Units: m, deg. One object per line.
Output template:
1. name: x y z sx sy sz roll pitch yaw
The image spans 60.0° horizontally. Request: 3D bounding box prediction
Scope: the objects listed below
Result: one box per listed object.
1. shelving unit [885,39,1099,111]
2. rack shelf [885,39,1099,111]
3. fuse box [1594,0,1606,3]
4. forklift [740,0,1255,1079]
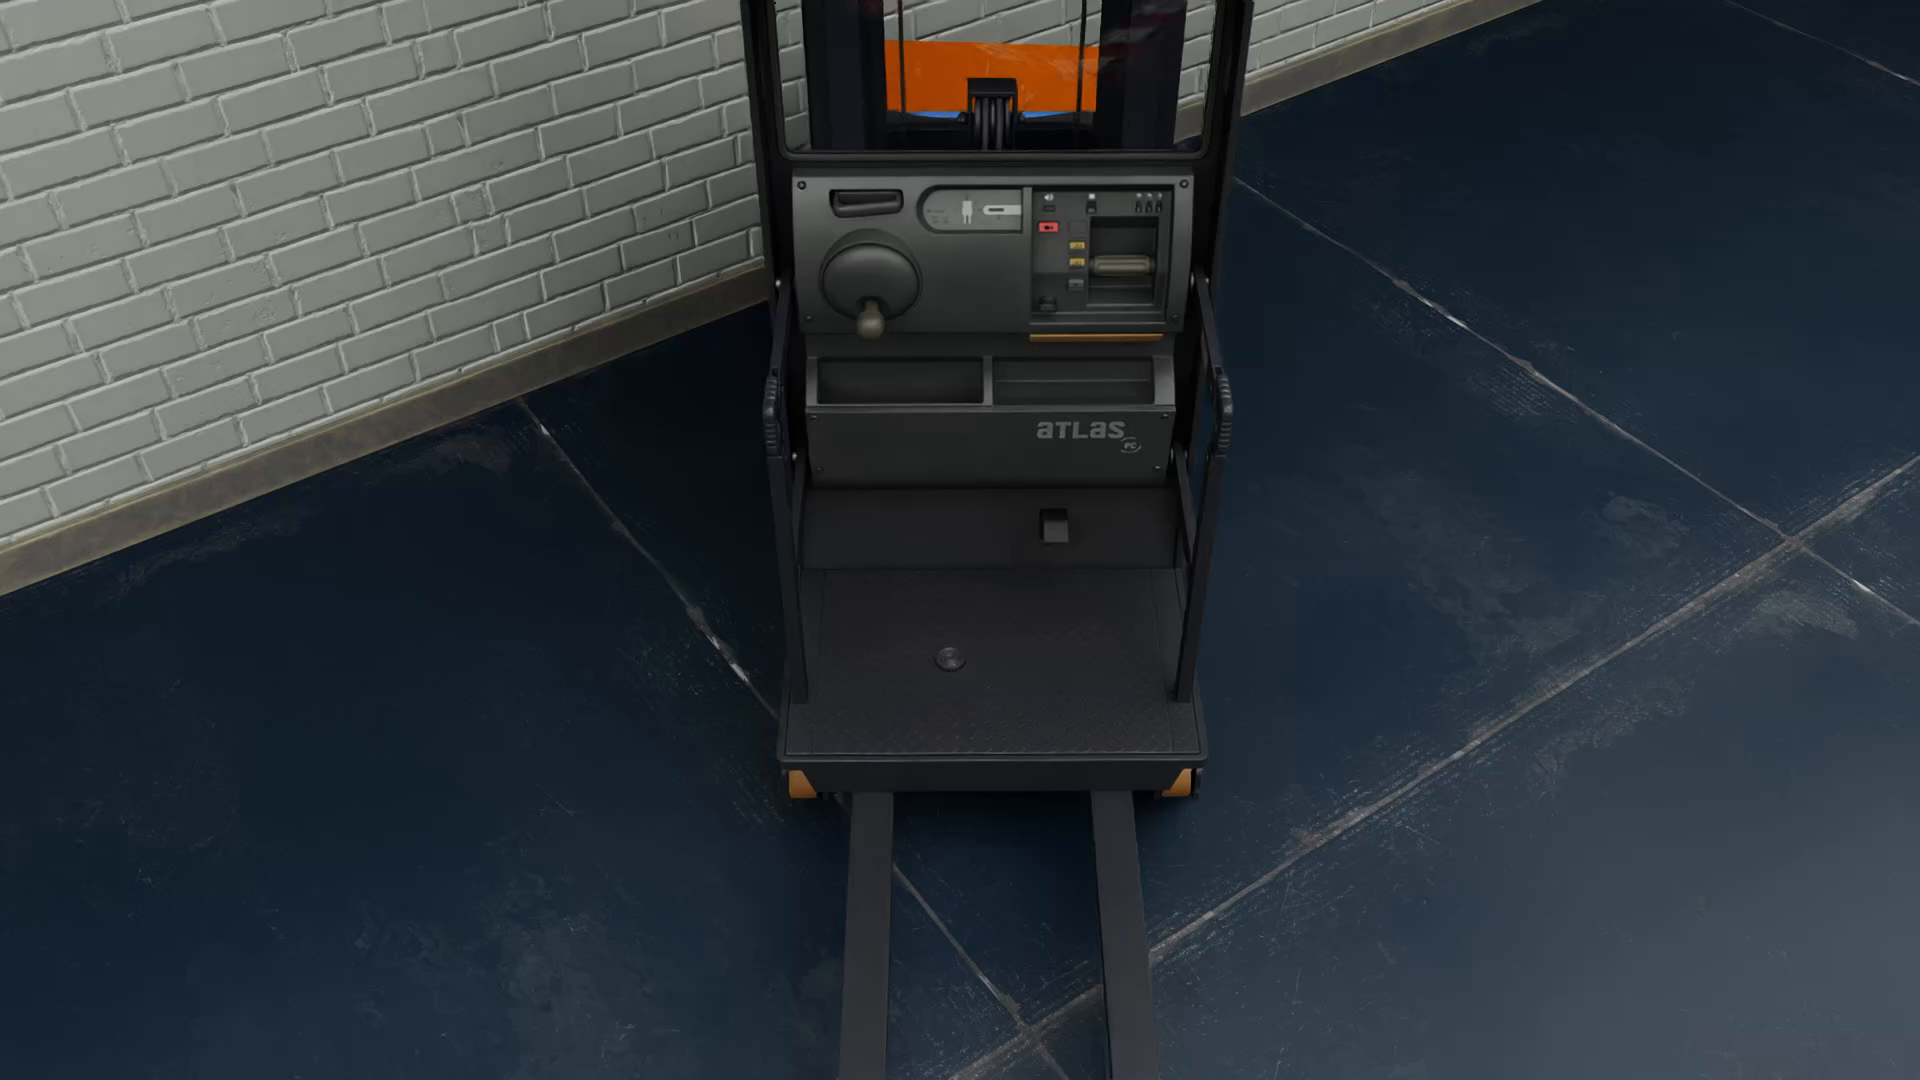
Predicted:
1. shelving unit: 0.088 -1.204 5.696 1.048 1.125 0.538 2 44 3
2. rack shelf: 0.088 -1.415 5.494 1.000 0.278 0.538 2 44 3
3. fuse box: 3.099 -3.199 7.361 0.539 1.711 0.414 -26 49 -24
4. forklift: 0.080 -0.580 3.735 1.130 2.935 3.031 0 44 0
